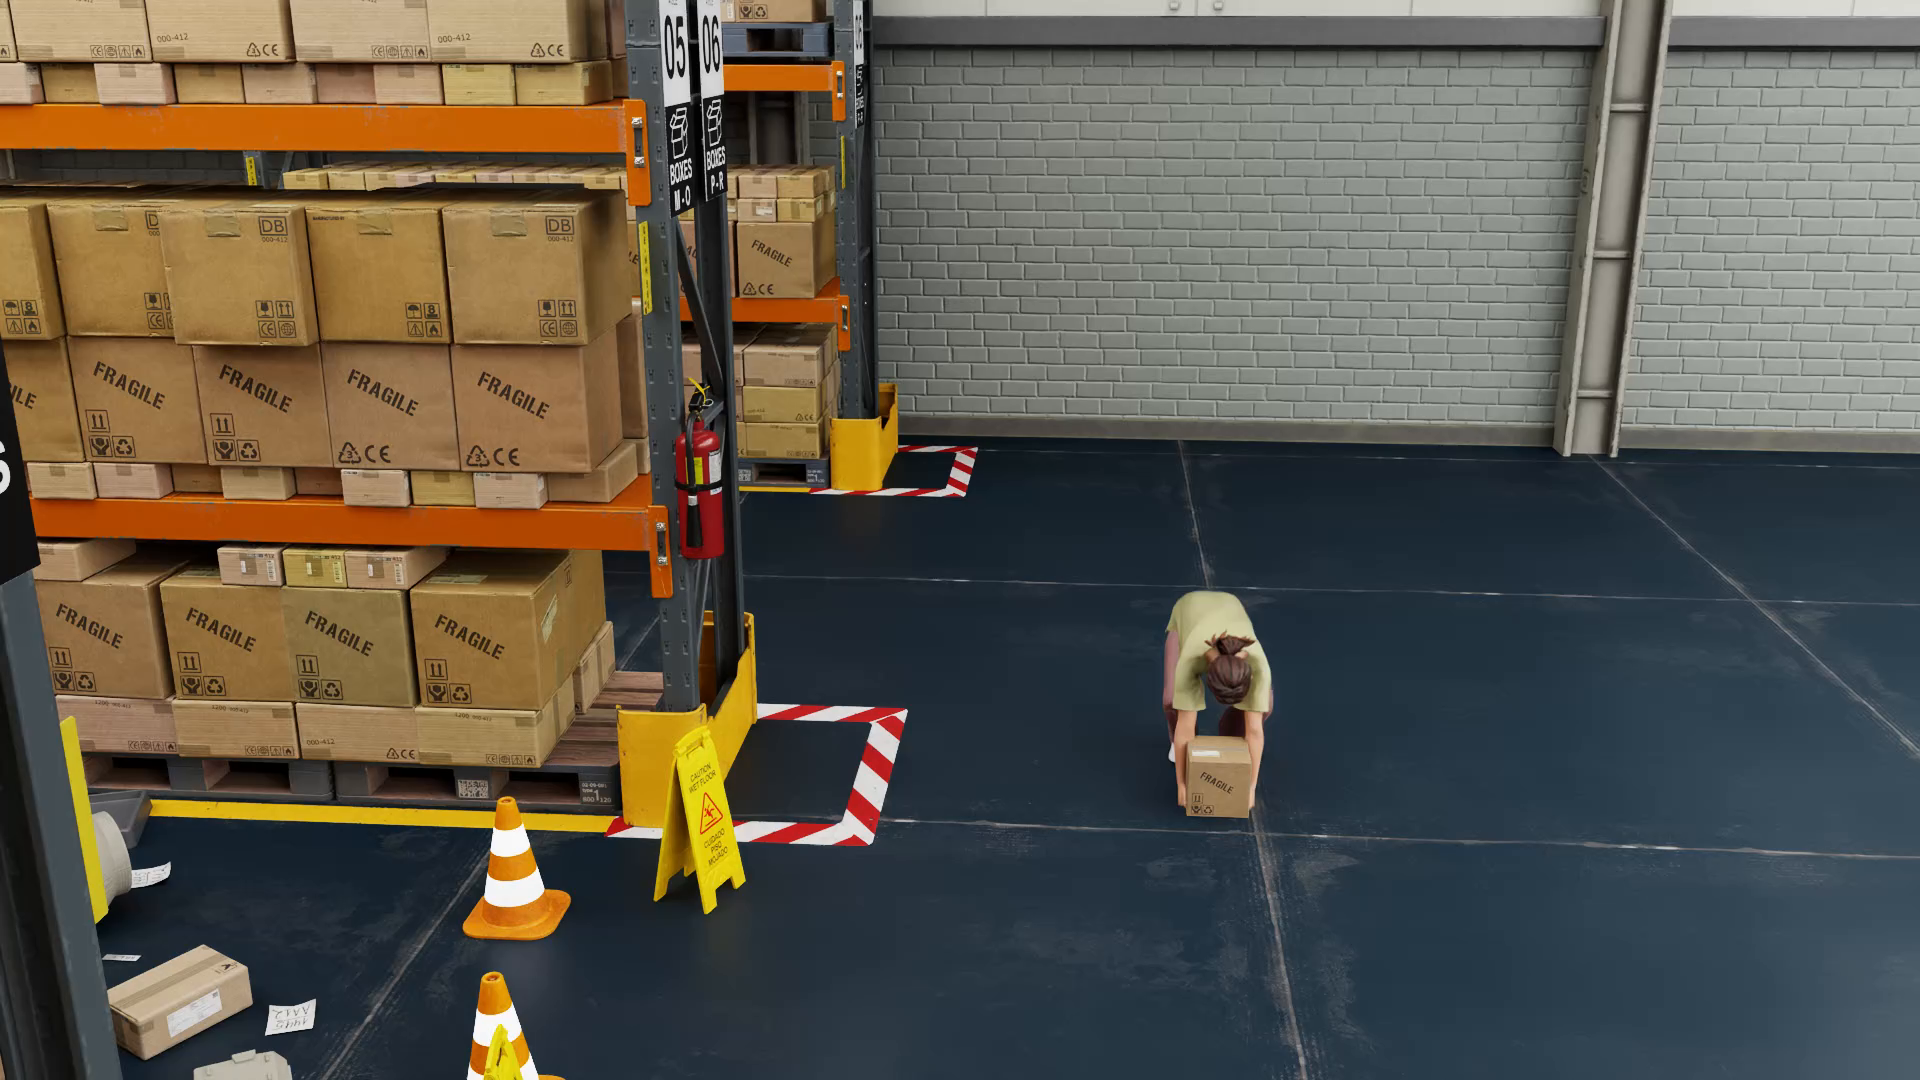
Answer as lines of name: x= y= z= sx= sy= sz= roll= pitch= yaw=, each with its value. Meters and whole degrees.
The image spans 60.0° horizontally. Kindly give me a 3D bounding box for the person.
person: x=1.092 y=0.651 z=7.071 sx=0.466 sy=0.755 sz=0.867 roll=1 pitch=18 yaw=2
